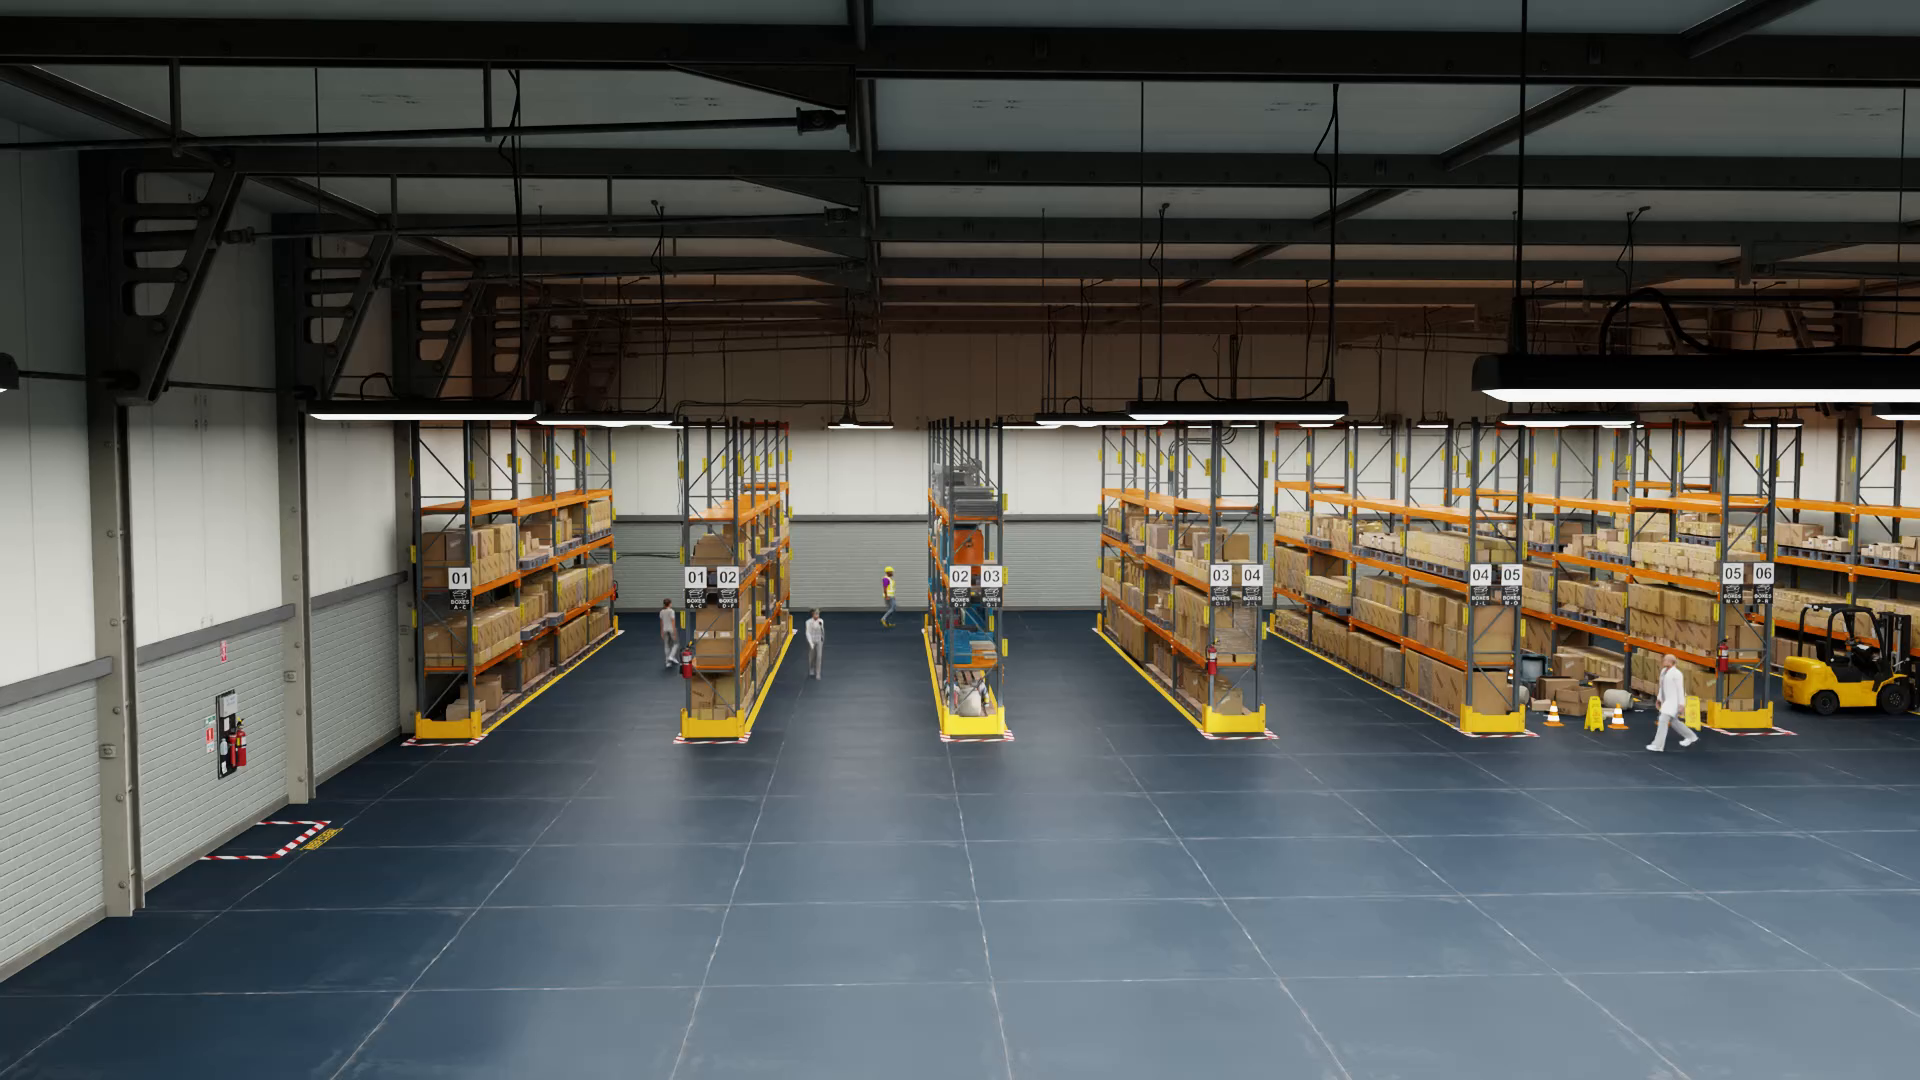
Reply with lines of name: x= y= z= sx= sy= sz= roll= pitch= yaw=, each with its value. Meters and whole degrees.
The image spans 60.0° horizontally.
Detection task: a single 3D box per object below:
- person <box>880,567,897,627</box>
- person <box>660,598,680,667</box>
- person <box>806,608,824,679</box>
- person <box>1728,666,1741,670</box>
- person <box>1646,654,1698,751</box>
person: x=-2.090 y=1.658 z=48.539 sx=0.478 sy=1.763 sz=0.604 roll=0 pitch=4 yaw=-4
person: x=-7.081 y=2.245 z=40.470 sx=0.507 sy=1.661 sz=0.471 roll=1 pitch=4 yaw=8
person: x=-3.357 y=2.379 z=38.638 sx=0.467 sy=1.615 sz=0.935 roll=-1 pitch=4 yaw=-13
person: x=16.739 y=2.549 z=36.079 sx=0.657 sy=1.654 sz=0.766 roll=0 pitch=4 yaw=0
person: x=12.768 y=3.001 z=29.798 sx=1.099 sy=1.540 sz=0.632 roll=-1 pitch=4 yaw=-10
